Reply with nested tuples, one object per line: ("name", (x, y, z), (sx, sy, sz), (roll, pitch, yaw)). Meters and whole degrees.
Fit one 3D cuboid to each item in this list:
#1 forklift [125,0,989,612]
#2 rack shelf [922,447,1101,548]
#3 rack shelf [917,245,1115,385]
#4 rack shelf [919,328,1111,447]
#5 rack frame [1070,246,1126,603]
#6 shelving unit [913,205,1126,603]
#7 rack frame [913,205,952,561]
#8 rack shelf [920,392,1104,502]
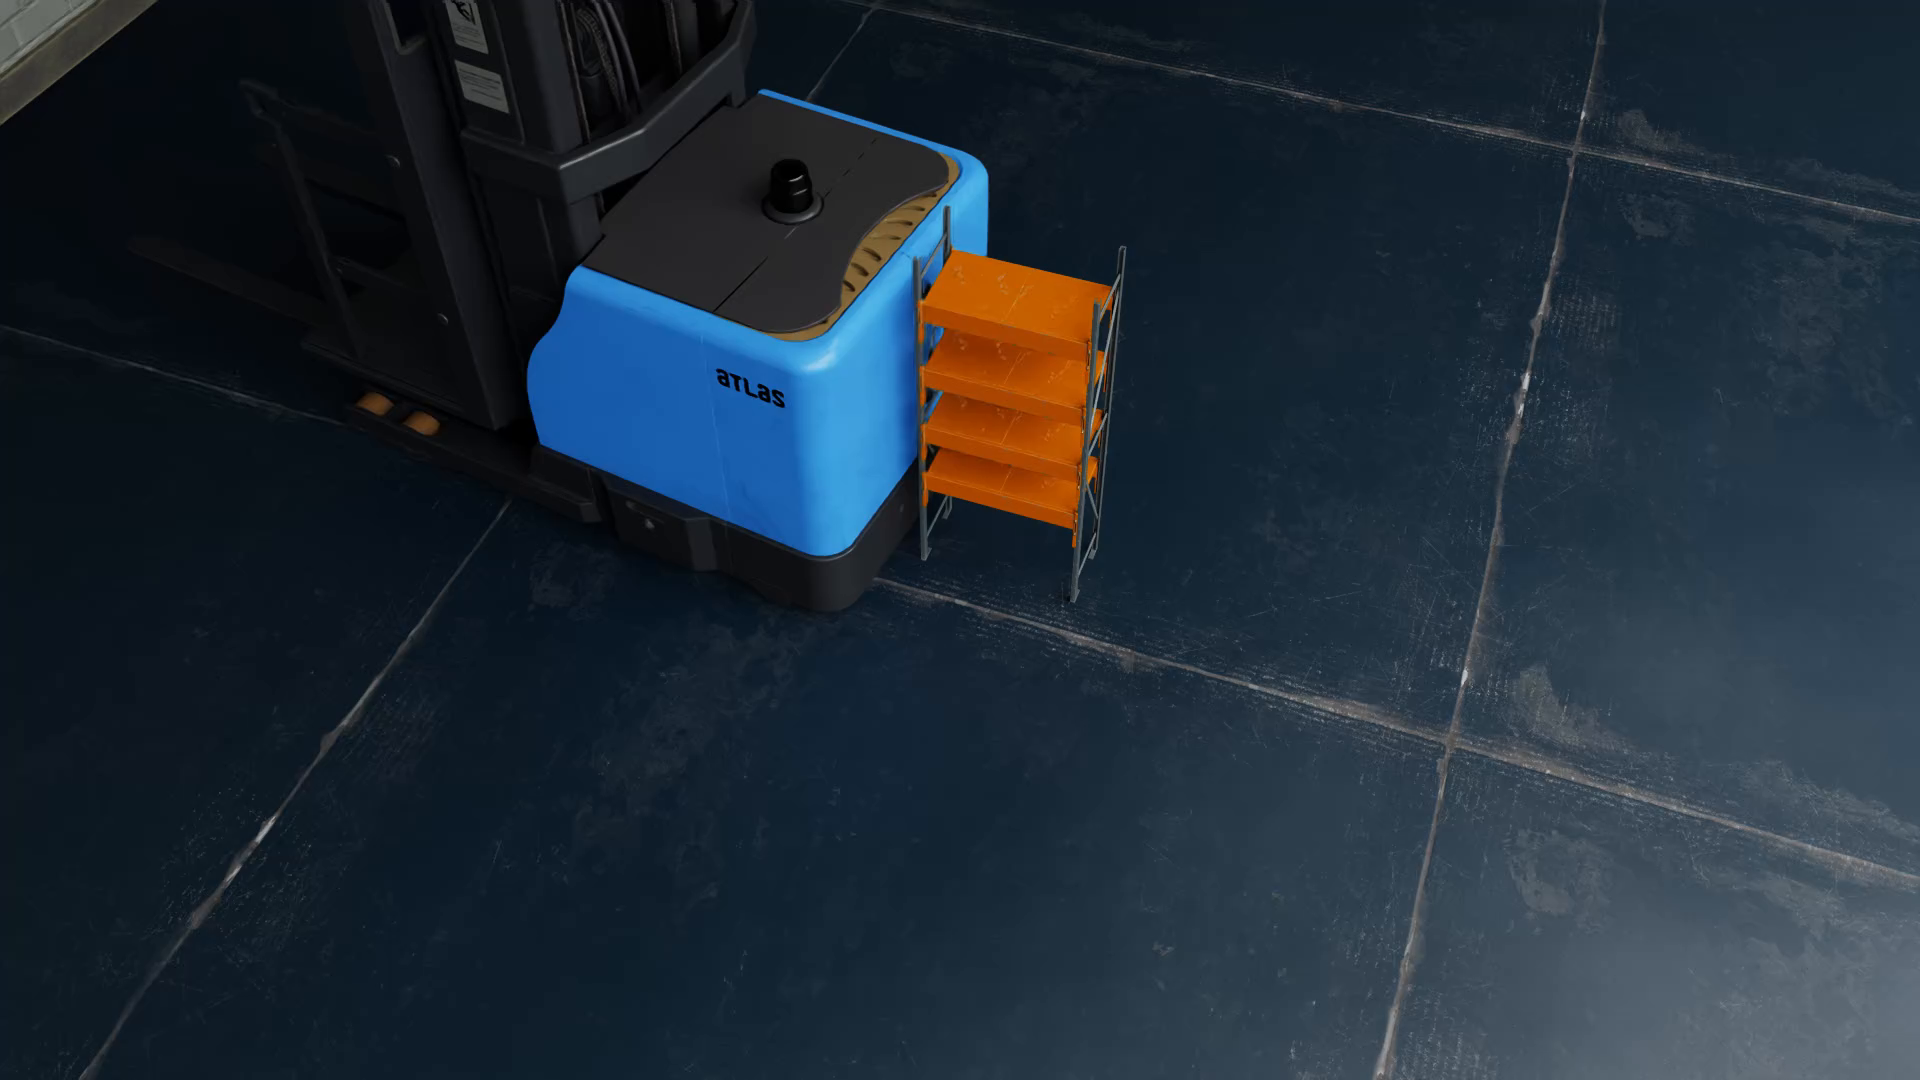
("forklift", (-1.450, -1.550, 4.654), (3.031, 2.935, 1.130), (22, 52, 18))
("rack shelf", (0.155, -0.176, 4.960), (0.480, 0.148, 0.258), (16, 51, 13))
("rack shelf", (0.155, -0.607, 4.462), (0.480, 0.148, 0.258), (16, 51, 13))
("rack shelf", (0.155, -0.452, 4.641), (0.480, 0.148, 0.258), (16, 51, 13))
("rack frame", (0.384, -0.286, 4.704), (0.015, 1.200, 0.240), (16, 51, 13))
("shelving unit", (0.155, -0.350, 4.759), (0.503, 1.200, 0.258), (16, 51, 13))
("rack frame", (-0.074, -0.414, 4.814), (0.015, 1.200, 0.240), (16, 51, 13))
("rack shelf", (0.155, -0.306, 4.810), (0.480, 0.148, 0.258), (16, 51, 13))
